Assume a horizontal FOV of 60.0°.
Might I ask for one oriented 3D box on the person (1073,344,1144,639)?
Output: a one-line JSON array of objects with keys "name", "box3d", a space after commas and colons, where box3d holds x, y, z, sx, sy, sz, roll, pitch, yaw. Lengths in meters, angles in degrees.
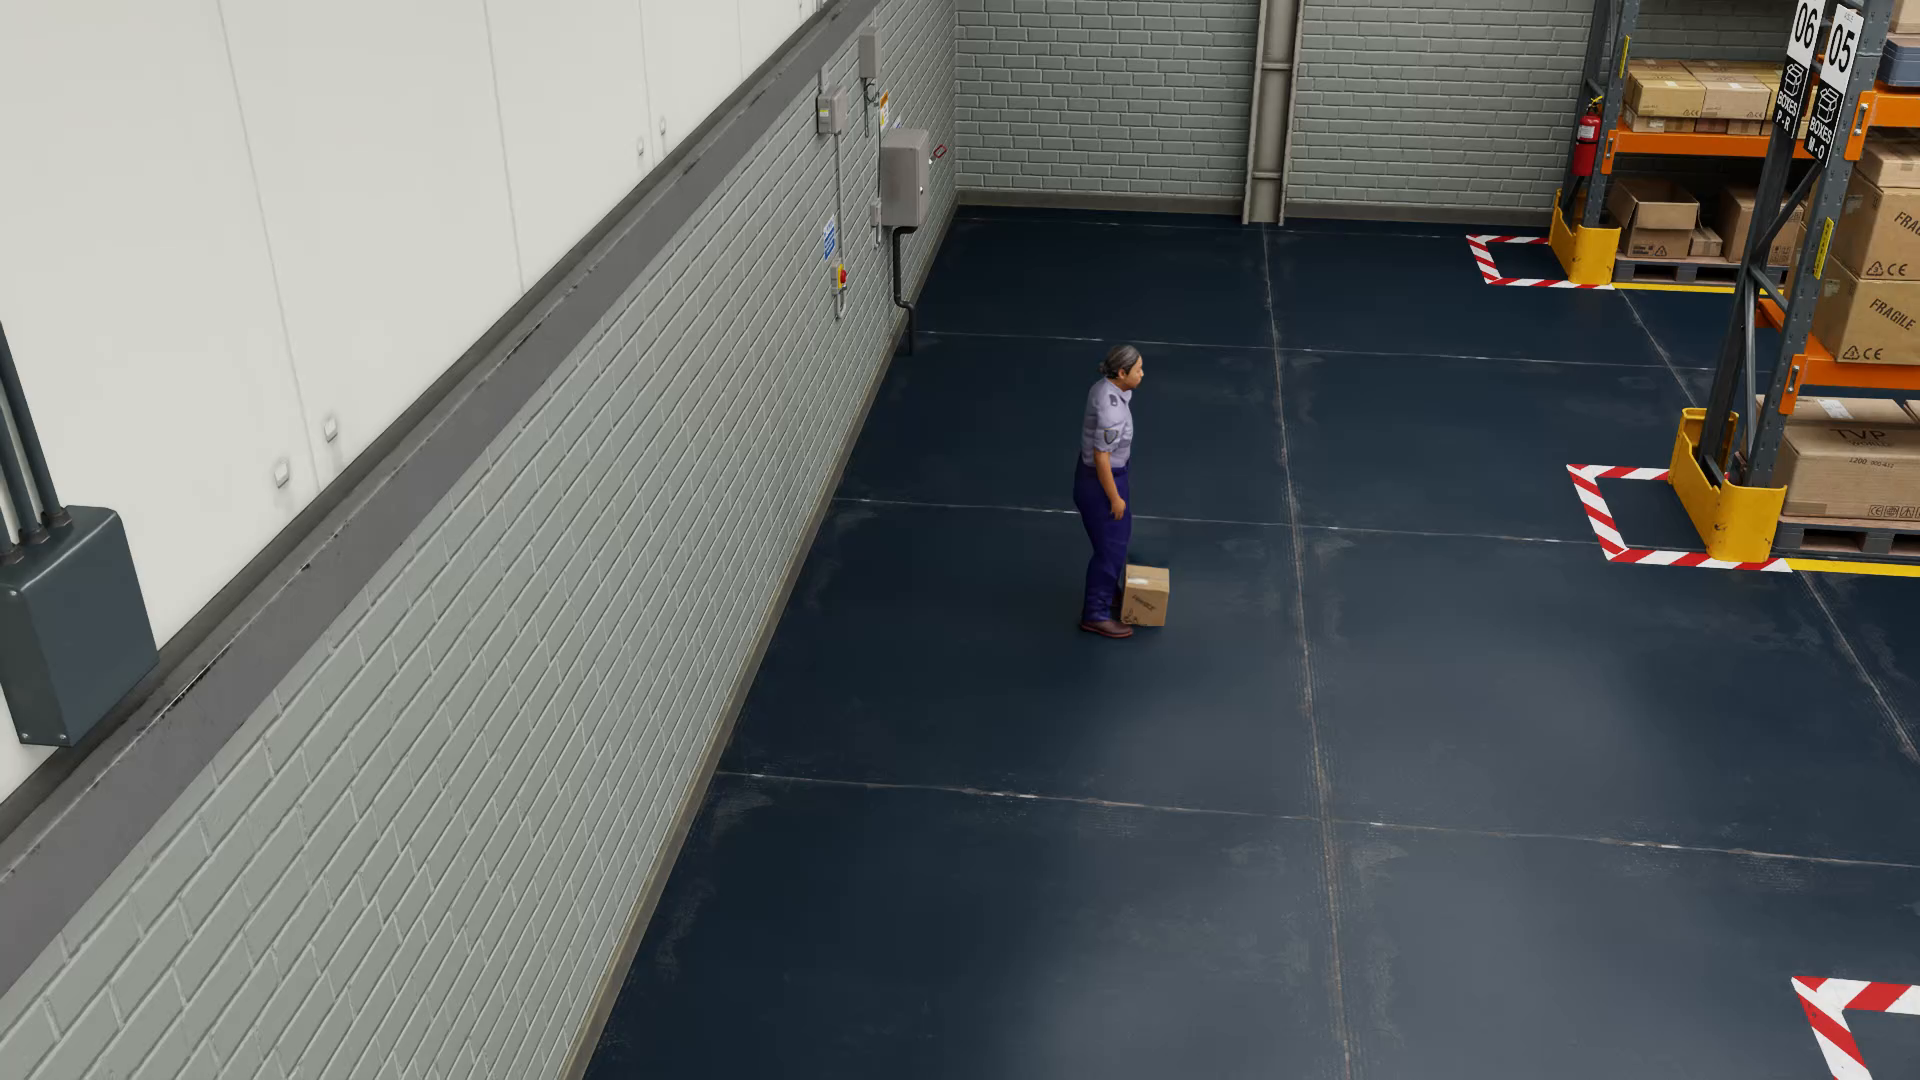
[{"name": "person", "box3d": [0.838, -0.285, 9.182, 0.422, 1.626, 0.537, 2, 29, 5]}]
